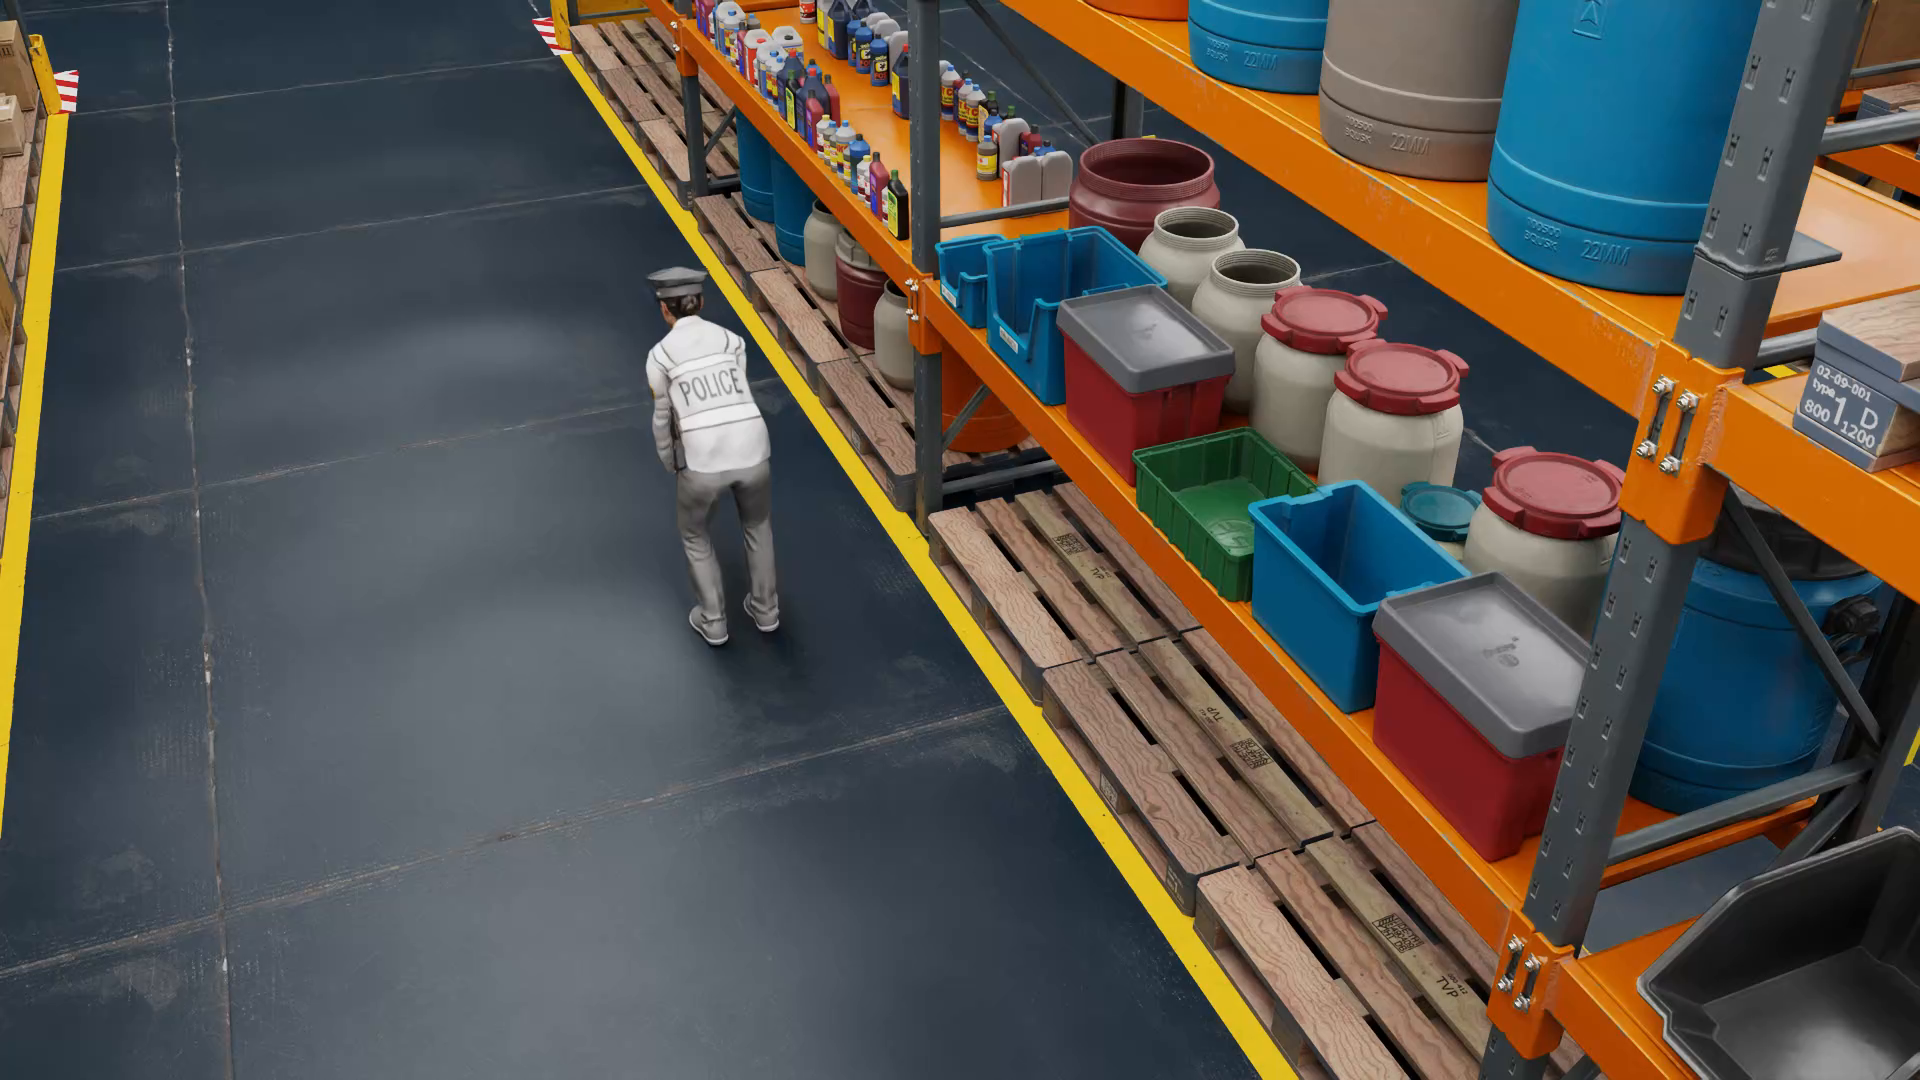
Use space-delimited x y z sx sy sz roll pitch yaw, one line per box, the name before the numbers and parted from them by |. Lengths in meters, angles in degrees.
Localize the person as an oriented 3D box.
person | -1.022 -0.337 6.793 0.414 1.515 0.705 -14 36 -20
